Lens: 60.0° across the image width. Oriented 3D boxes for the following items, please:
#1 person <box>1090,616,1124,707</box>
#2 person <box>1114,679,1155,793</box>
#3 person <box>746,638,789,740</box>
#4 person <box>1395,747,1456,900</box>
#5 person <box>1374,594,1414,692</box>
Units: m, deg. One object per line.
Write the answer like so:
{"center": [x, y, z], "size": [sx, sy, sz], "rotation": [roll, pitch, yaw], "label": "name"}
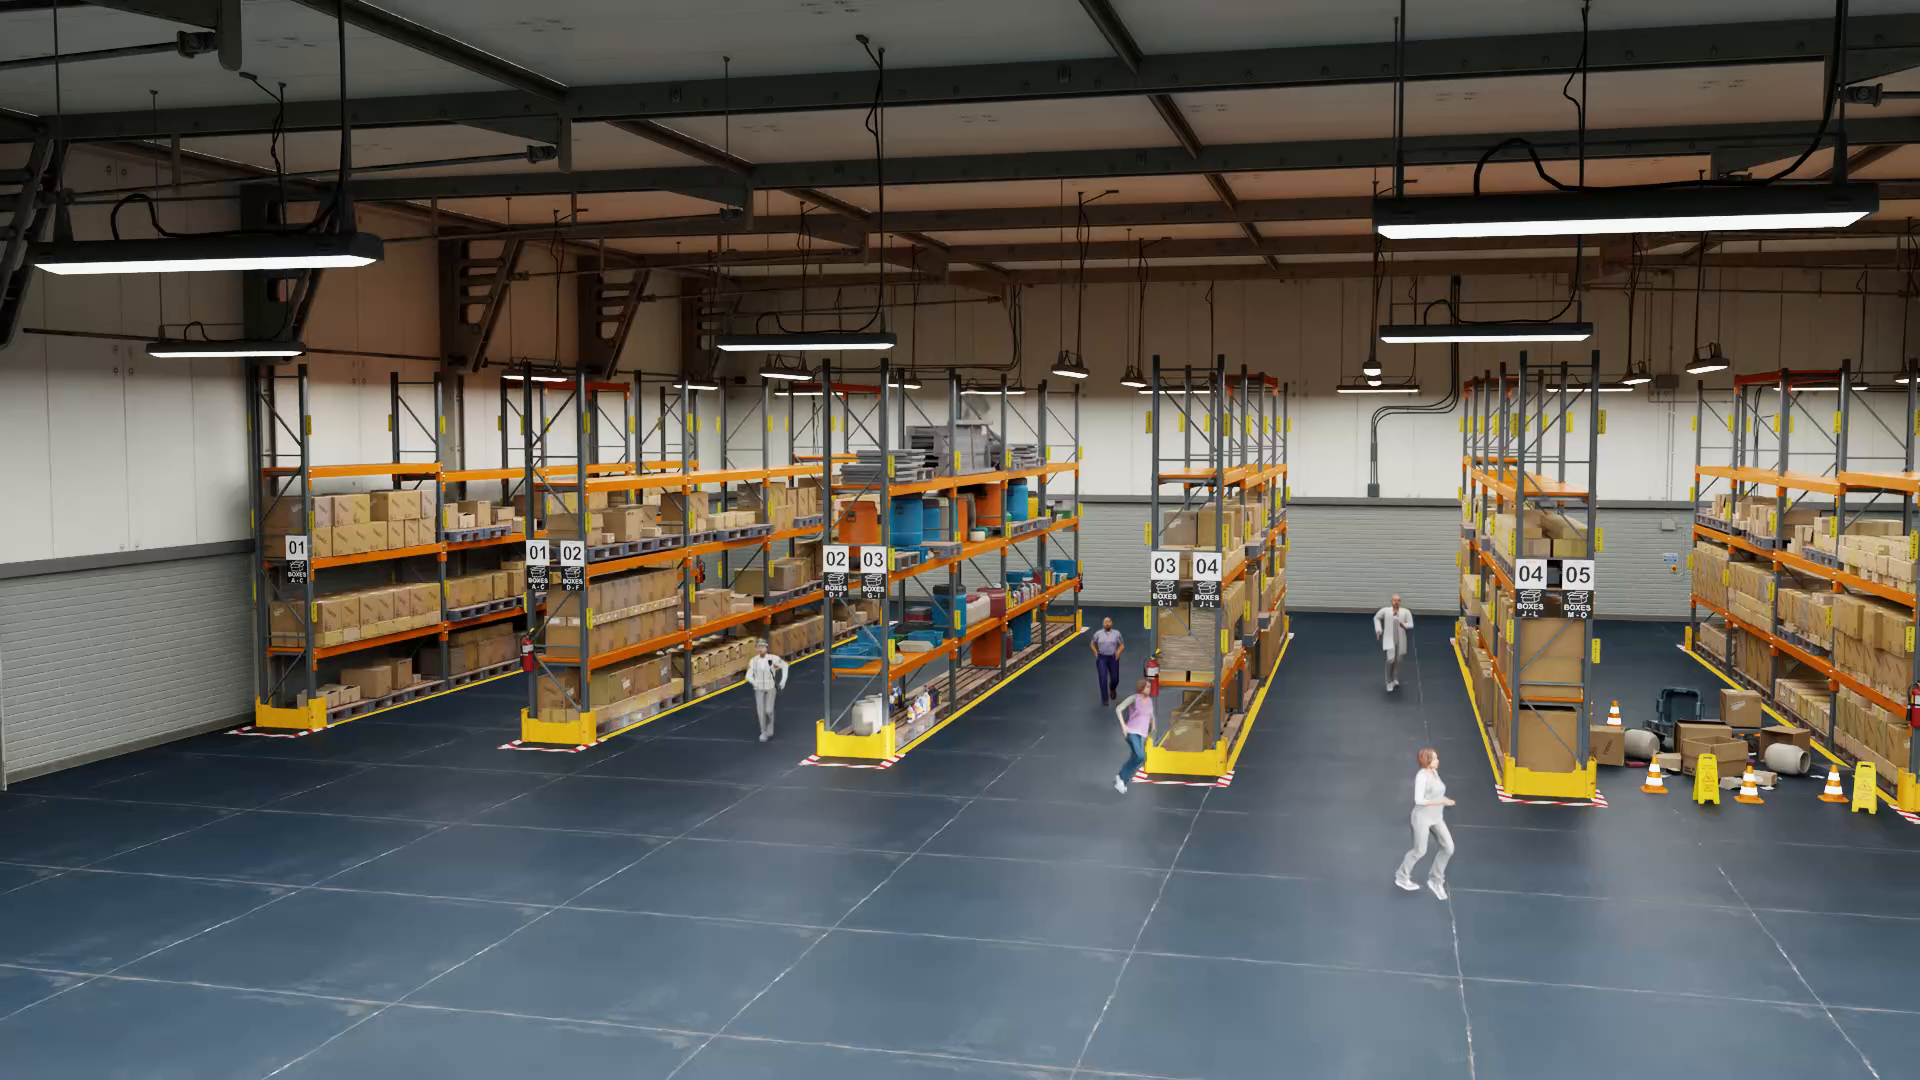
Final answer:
{"center": [2.628, 2.162, 29.707], "size": [0.605, 1.583, 0.579], "rotation": [0, 4, 3], "label": "person"}
{"center": [2.409, 2.664, 22.708], "size": [0.611, 1.531, 0.575], "rotation": [-3, 5, -41], "label": "person"}
{"center": [-3.055, 2.362, 26.205], "size": [0.634, 1.647, 0.729], "rotation": [0, 4, 6], "label": "person"}
{"center": [4.935, 2.997, 17.571], "size": [0.513, 1.634, 0.702], "rotation": [-4, 5, -44], "label": "person"}
{"center": [8.217, 1.952, 31.469], "size": [0.664, 1.846, 0.829], "rotation": [0, 4, 3], "label": "person"}
